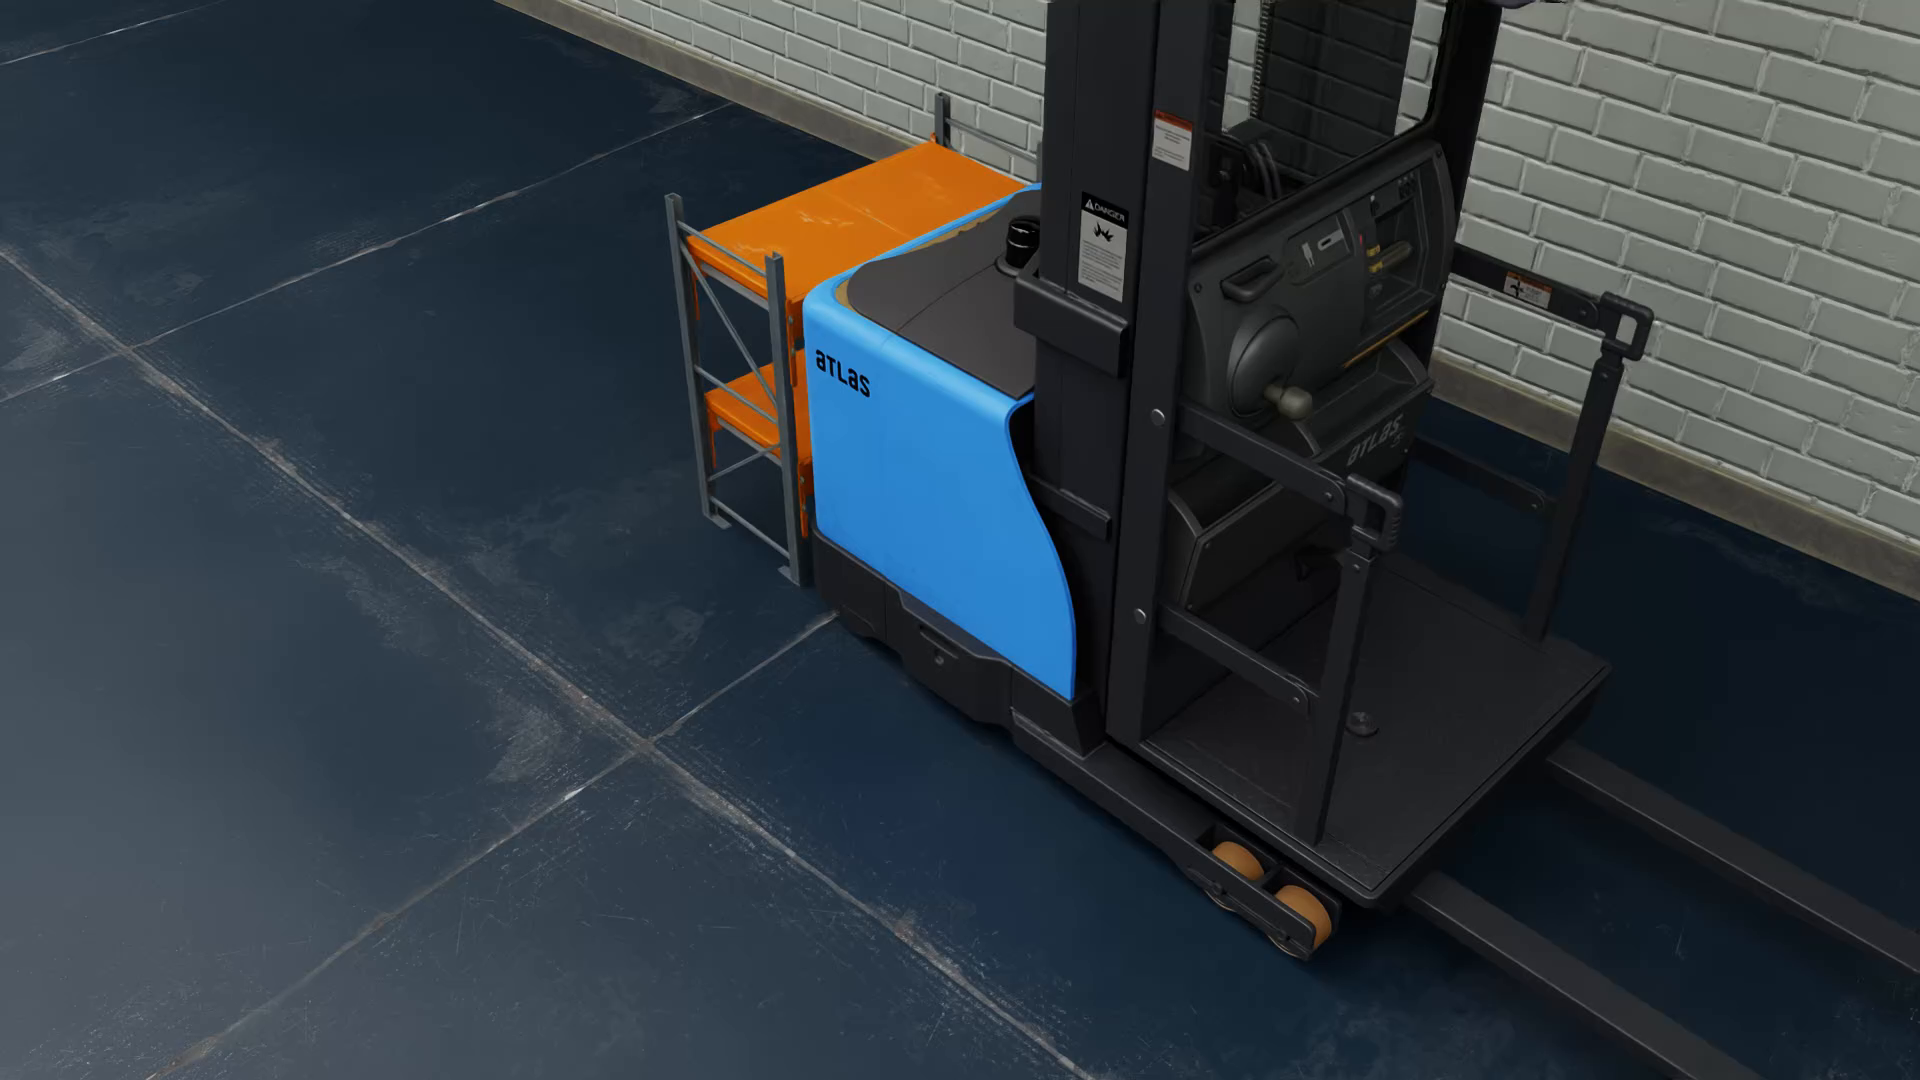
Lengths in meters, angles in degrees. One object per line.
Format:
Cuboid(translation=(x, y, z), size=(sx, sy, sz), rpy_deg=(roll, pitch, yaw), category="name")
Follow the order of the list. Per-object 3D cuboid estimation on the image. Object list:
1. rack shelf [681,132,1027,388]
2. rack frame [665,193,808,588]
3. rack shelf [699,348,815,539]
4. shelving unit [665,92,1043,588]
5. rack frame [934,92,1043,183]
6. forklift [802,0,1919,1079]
Cuboid(translation=(-0.273, -0.860, 4.957), size=(1.000, 0.278, 0.538), rpy_deg=(-30, 47, -32), category="rack shelf")
Cuboid(translation=(-0.646, -0.416, 4.869), size=(0.032, 1.125, 0.500), rpy_deg=(-30, 47, -32), category="rack frame")
Cuboid(translation=(-0.273, -0.439, 5.291), size=(1.000, 0.278, 0.538), rpy_deg=(-30, 47, -32), category="rack shelf")
Cuboid(translation=(-0.273, -0.630, 5.139), size=(1.048, 1.125, 0.538), rpy_deg=(-30, 47, -32), category="shelving unit")
Cuboid(translation=(0.100, -0.845, 5.409), size=(0.032, 1.125, 0.500), rpy_deg=(-30, 47, -32), category="rack frame")
Cuboid(translation=(0.962, -0.517, 3.545), size=(1.130, 2.935, 3.031), rpy_deg=(-32, 48, -33), category="forklift")
